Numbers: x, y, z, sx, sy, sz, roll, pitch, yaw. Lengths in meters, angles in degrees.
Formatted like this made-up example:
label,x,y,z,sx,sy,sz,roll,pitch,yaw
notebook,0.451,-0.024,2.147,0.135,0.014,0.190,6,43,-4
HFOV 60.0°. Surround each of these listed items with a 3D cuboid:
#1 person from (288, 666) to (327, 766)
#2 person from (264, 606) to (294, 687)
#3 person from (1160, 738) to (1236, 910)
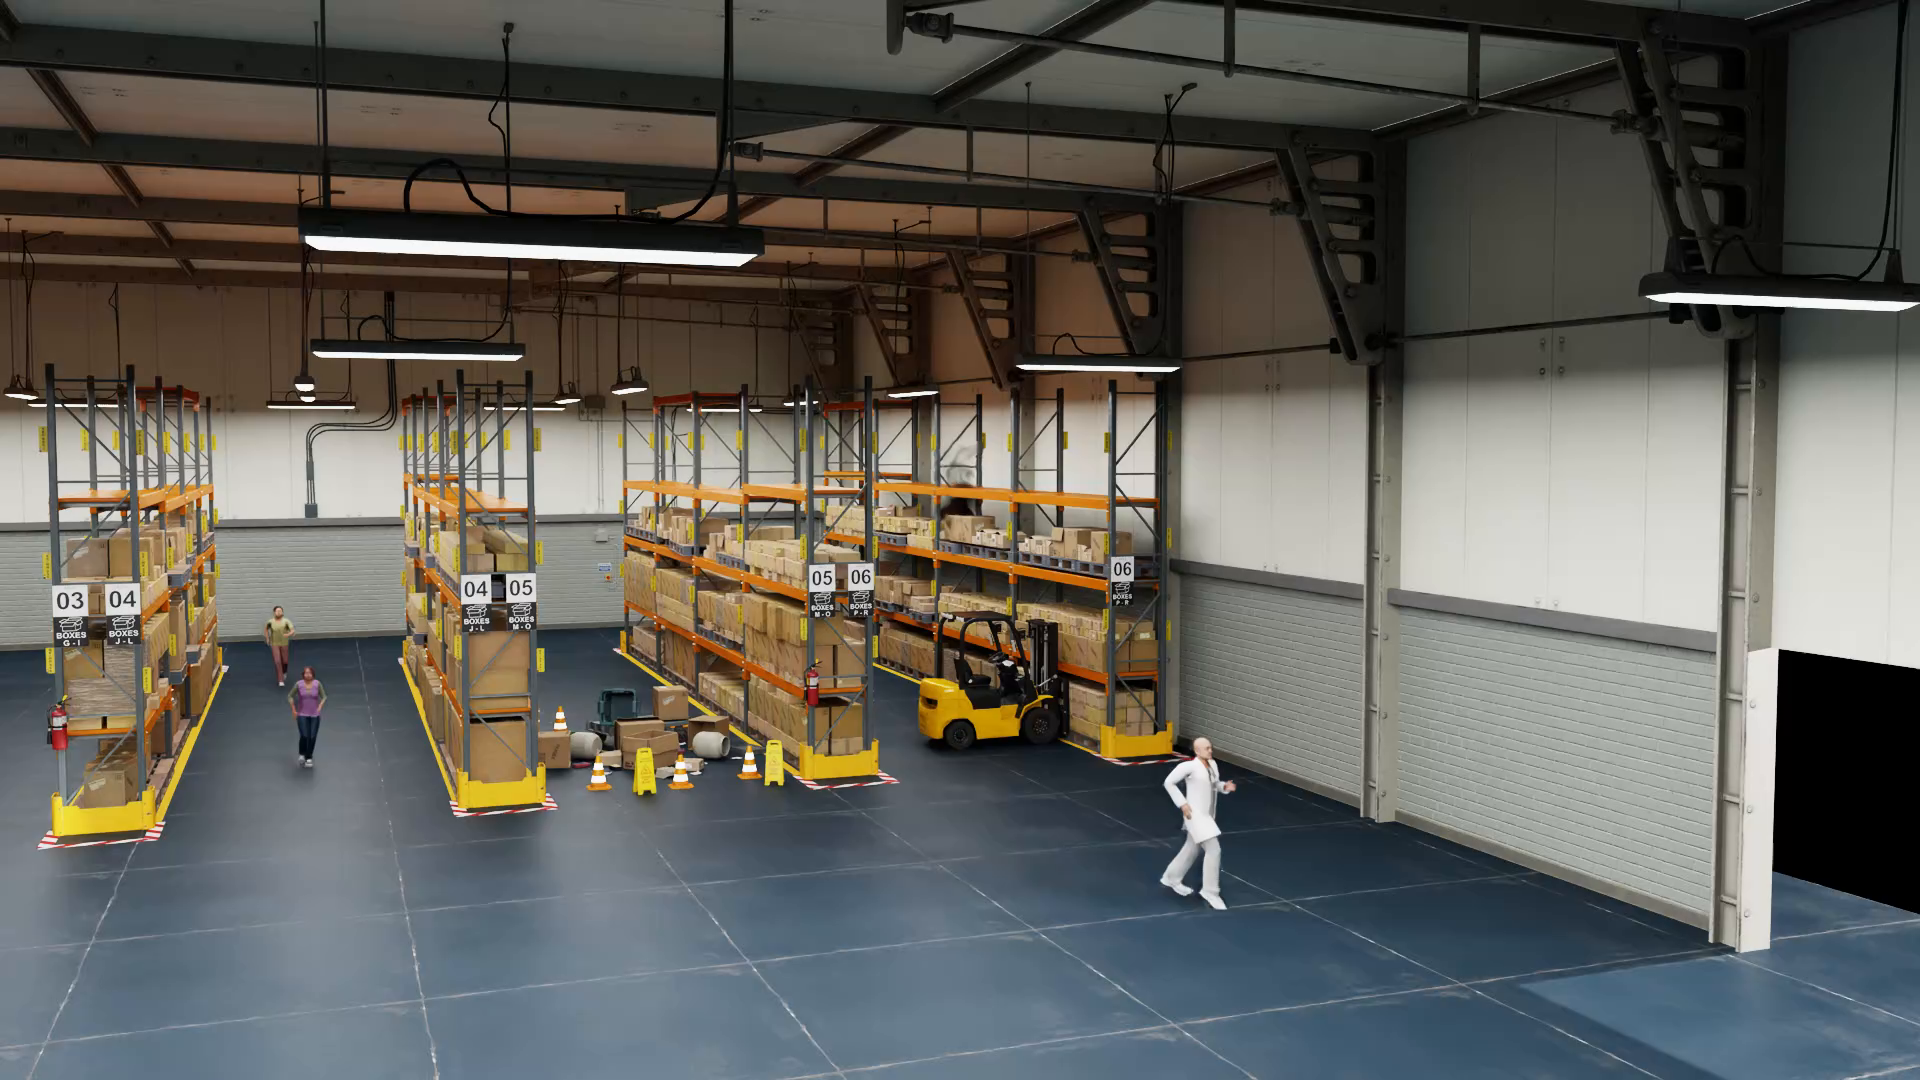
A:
label,x,y,z,sx,sy,sz,roll,pitch,yaw
person,-10.012,2.719,25.570,0.541,1.564,0.582,-2,4,-30
person,-14.033,2.172,34.284,0.582,1.639,0.780,-1,4,-22
person,2.595,3.065,18.134,0.864,1.854,0.668,2,4,34
